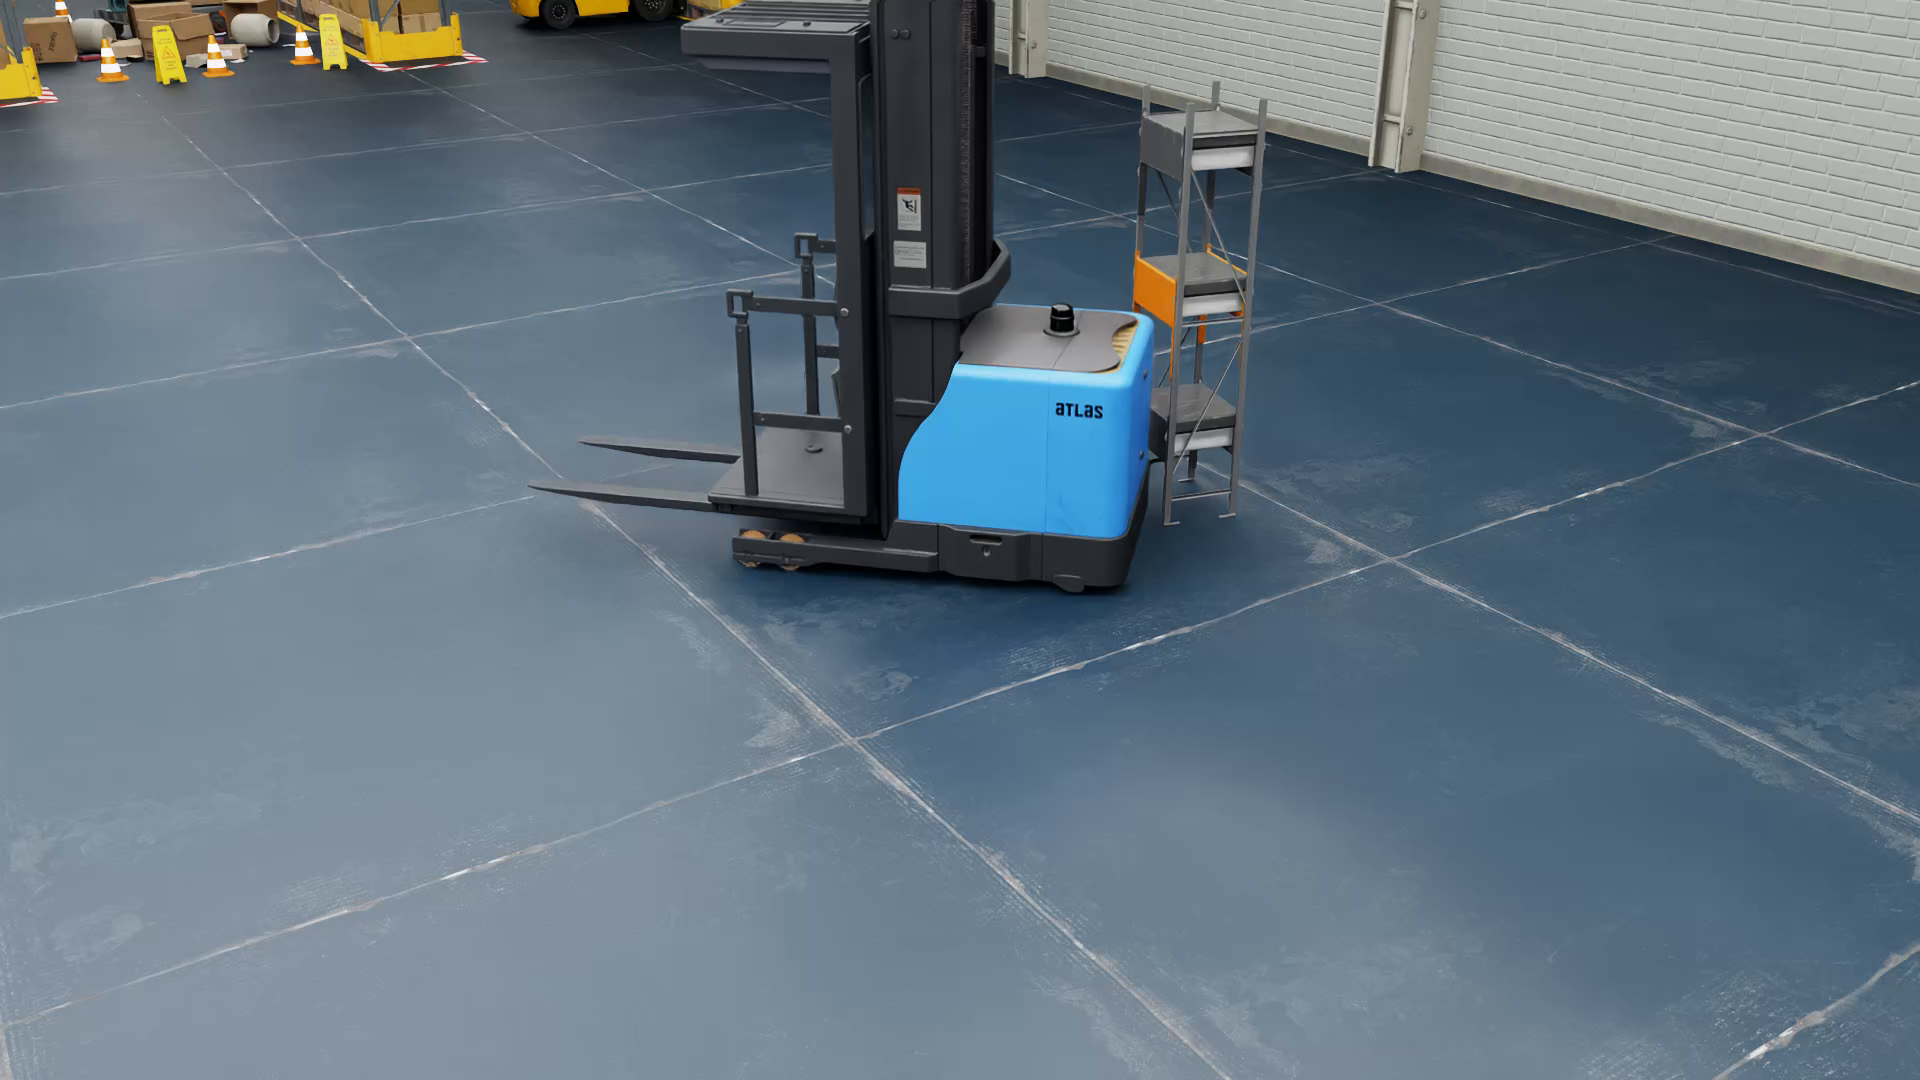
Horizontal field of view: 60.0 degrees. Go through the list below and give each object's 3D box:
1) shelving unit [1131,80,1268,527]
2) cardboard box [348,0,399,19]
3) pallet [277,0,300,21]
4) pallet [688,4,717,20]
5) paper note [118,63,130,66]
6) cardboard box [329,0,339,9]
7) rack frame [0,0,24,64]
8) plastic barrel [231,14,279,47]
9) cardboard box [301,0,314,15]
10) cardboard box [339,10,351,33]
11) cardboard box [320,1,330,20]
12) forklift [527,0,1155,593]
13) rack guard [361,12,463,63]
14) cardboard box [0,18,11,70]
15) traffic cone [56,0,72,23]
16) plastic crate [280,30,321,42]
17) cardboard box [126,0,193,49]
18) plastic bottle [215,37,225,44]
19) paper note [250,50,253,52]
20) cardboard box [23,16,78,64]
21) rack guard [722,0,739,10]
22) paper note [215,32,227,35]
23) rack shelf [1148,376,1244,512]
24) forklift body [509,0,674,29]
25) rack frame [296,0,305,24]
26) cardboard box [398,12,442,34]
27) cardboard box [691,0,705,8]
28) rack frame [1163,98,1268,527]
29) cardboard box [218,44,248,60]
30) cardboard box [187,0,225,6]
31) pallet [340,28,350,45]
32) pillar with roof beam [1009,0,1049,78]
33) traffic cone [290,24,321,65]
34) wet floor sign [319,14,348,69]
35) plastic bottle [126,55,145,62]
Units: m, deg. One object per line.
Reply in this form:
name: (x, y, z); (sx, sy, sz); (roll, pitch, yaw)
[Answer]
shelving unit: (1.140, -1.144, 8.214); (0.431, 2.100, 0.503); (-8, 26, -16)
cardboard box: (-7.632, -7.068, 21.558); (0.500, 0.500, 0.500); (-15, 29, -29)
pallet: (-9.586, -8.004, 24.958); (1.003, 0.211, 1.213); (-16, 29, -30)
pallet: (-3.272, -7.717, 24.350); (1.003, 0.211, 1.213); (-16, 29, -30)
paper note: (-10.479, -5.965, 20.851); (0.144, 0.017, 0.142); (-6, 26, -12)
cardboard box: (-8.190, -7.436, 22.338); (0.500, 0.500, 0.500); (-16, 30, -31)
rack frame: (-11.069, -6.367, 18.222); (1.000, 3.000, 0.127); (-16, 29, -30)
plastic barrel: (-9.373, -6.777, 22.110); (0.512, 0.421, 0.421); (3, 25, 6)
cardboard box: (-9.064, -7.659, 23.690); (0.500, 0.250, 0.500); (-17, 30, -32)
cardboard box: (-7.919, -6.916, 22.116); (0.500, 0.250, 0.500); (-15, 29, -29)
cardboard box: (-8.472, -7.282, 22.891); (0.500, 0.250, 0.500); (-16, 30, -30)
forklift: (-0.617, -1.395, 7.772); (3.031, 2.935, 1.130); (5, 26, 11)
rack guard: (-7.018, -6.453, 21.334); (1.175, 0.500, 0.348); (-16, 29, -30)
cardboard box: (-11.494, -5.823, 19.068); (0.875, 0.875, 0.875); (-15, 29, -29)
traffic cone: (-12.719, -7.482, 23.556); (0.336, 0.463, 0.334); (-16, 29, -30)
plastic crate: (-8.990, -6.914, 22.802); (0.583, 0.080, 0.402); (18, 31, 33)
cardboard box: (-10.574, -6.860, 22.032); (0.797, 0.637, 0.503); (-16, 29, -30)
plastic bottle: (-10.027, -6.759, 22.497); (0.133, 0.061, 0.283); (-10, 27, -21)
paper note: (-9.312, -6.421, 21.840); (0.032, 0.001, 0.123); (-16, 29, -30)
cardboard box: (-11.545, -6.352, 21.117); (0.500, 0.500, 0.500); (-10, 27, -21)
rack guard: (-2.807, -7.575, 23.711); (1.175, 0.500, 0.348); (-16, 29, -30)
paper note: (-10.300, -7.057, 23.163); (0.148, 0.019, 0.142); (-16, 29, -30)
rack shelf: (1.140, -0.499, 8.519); (0.431, 0.518, 0.480); (-8, 26, -16)
forklift body: (-5.383, -8.584, 23.913); (2.313, 2.155, 1.214); (-16, 29, -30)
rack frame: (-9.160, -8.987, 23.773); (1.000, 3.000, 0.127); (-16, 29, -30)
cardboard box: (-7.185, -6.856, 21.988); (0.500, 0.250, 0.500); (-16, 30, -30)
cardboard box: (-3.604, -7.935, 24.275); (0.500, 0.250, 0.500); (-16, 29, -30)
rack frame: (1.216, -1.045, 8.005); (0.400, 2.100, 0.015); (-8, 26, -16)
cardboard box: (-9.384, -6.265, 21.347); (0.380, 0.149, 0.250); (-1, 25, -3)
cardboard box: (-10.635, -7.773, 23.244); (0.500, 0.500, 0.500); (-16, 29, -30)
pallet: (-8.094, -7.057, 22.952); (1.003, 0.211, 1.213); (-16, 29, -30)
pillar with roof beam: (-2.776, -8.737, 16.216); (9.100, 9.000, 0.400); (-16, 29, -30)
traffic cone: (-8.292, -6.262, 20.973); (0.336, 0.463, 0.334); (-16, 29, -30)
wet floor sign: (-7.769, -6.174, 20.573); (0.267, 0.644, 0.232); (-6, 26, -12)
plastic bottle: (-10.510, -6.128, 21.158); (0.283, 0.061, 0.133); (18, 31, 33)
